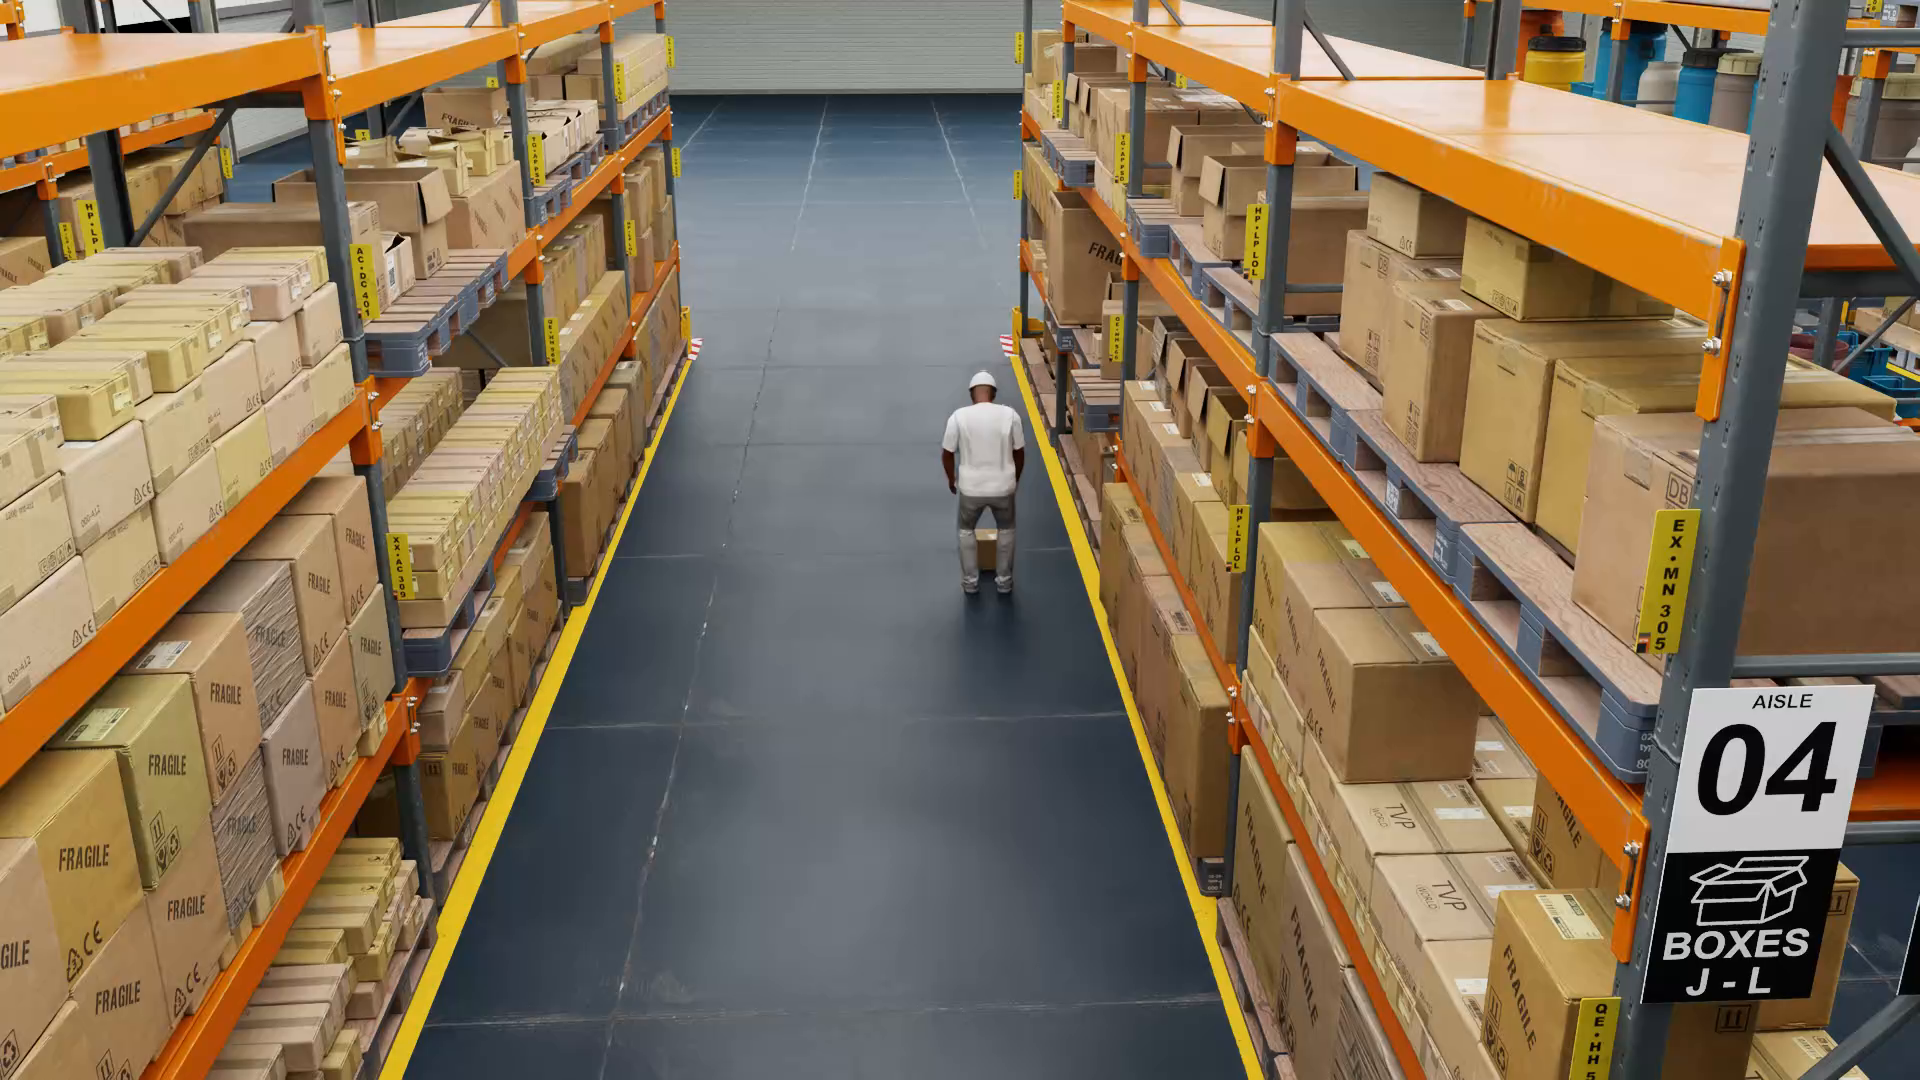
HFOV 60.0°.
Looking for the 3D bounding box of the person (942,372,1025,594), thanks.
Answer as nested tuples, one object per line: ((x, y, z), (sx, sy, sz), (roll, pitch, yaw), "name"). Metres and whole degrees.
((0.171, -0.416, 12.365), (0.611, 1.633, 0.576), (0, 20, 1), "person")
